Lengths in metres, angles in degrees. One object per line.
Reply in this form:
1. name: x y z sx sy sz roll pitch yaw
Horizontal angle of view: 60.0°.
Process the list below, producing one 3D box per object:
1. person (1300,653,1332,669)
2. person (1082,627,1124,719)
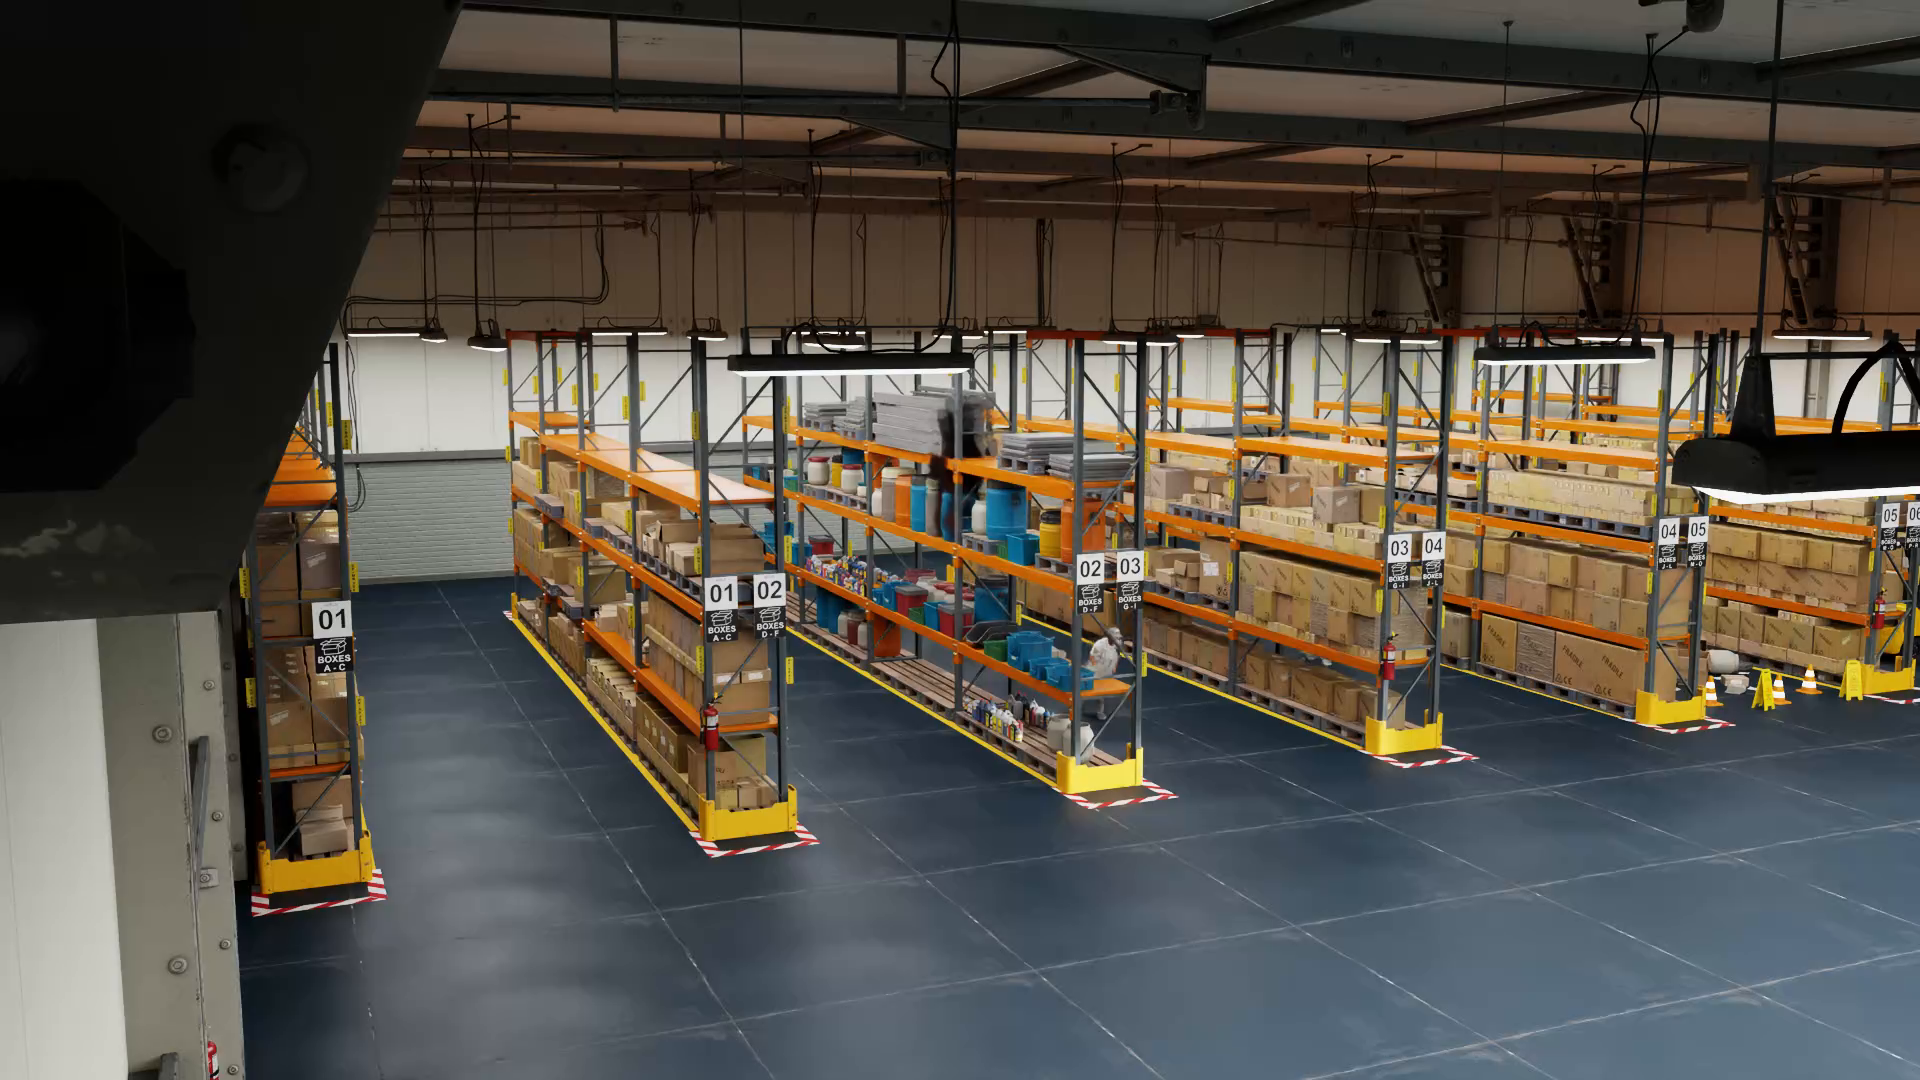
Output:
1. person: 6.299 1.539 28.872 0.718 1.747 0.679 -4 9 -27
2. person: 2.243 2.060 26.127 0.615 1.491 0.957 -5 9 -32
